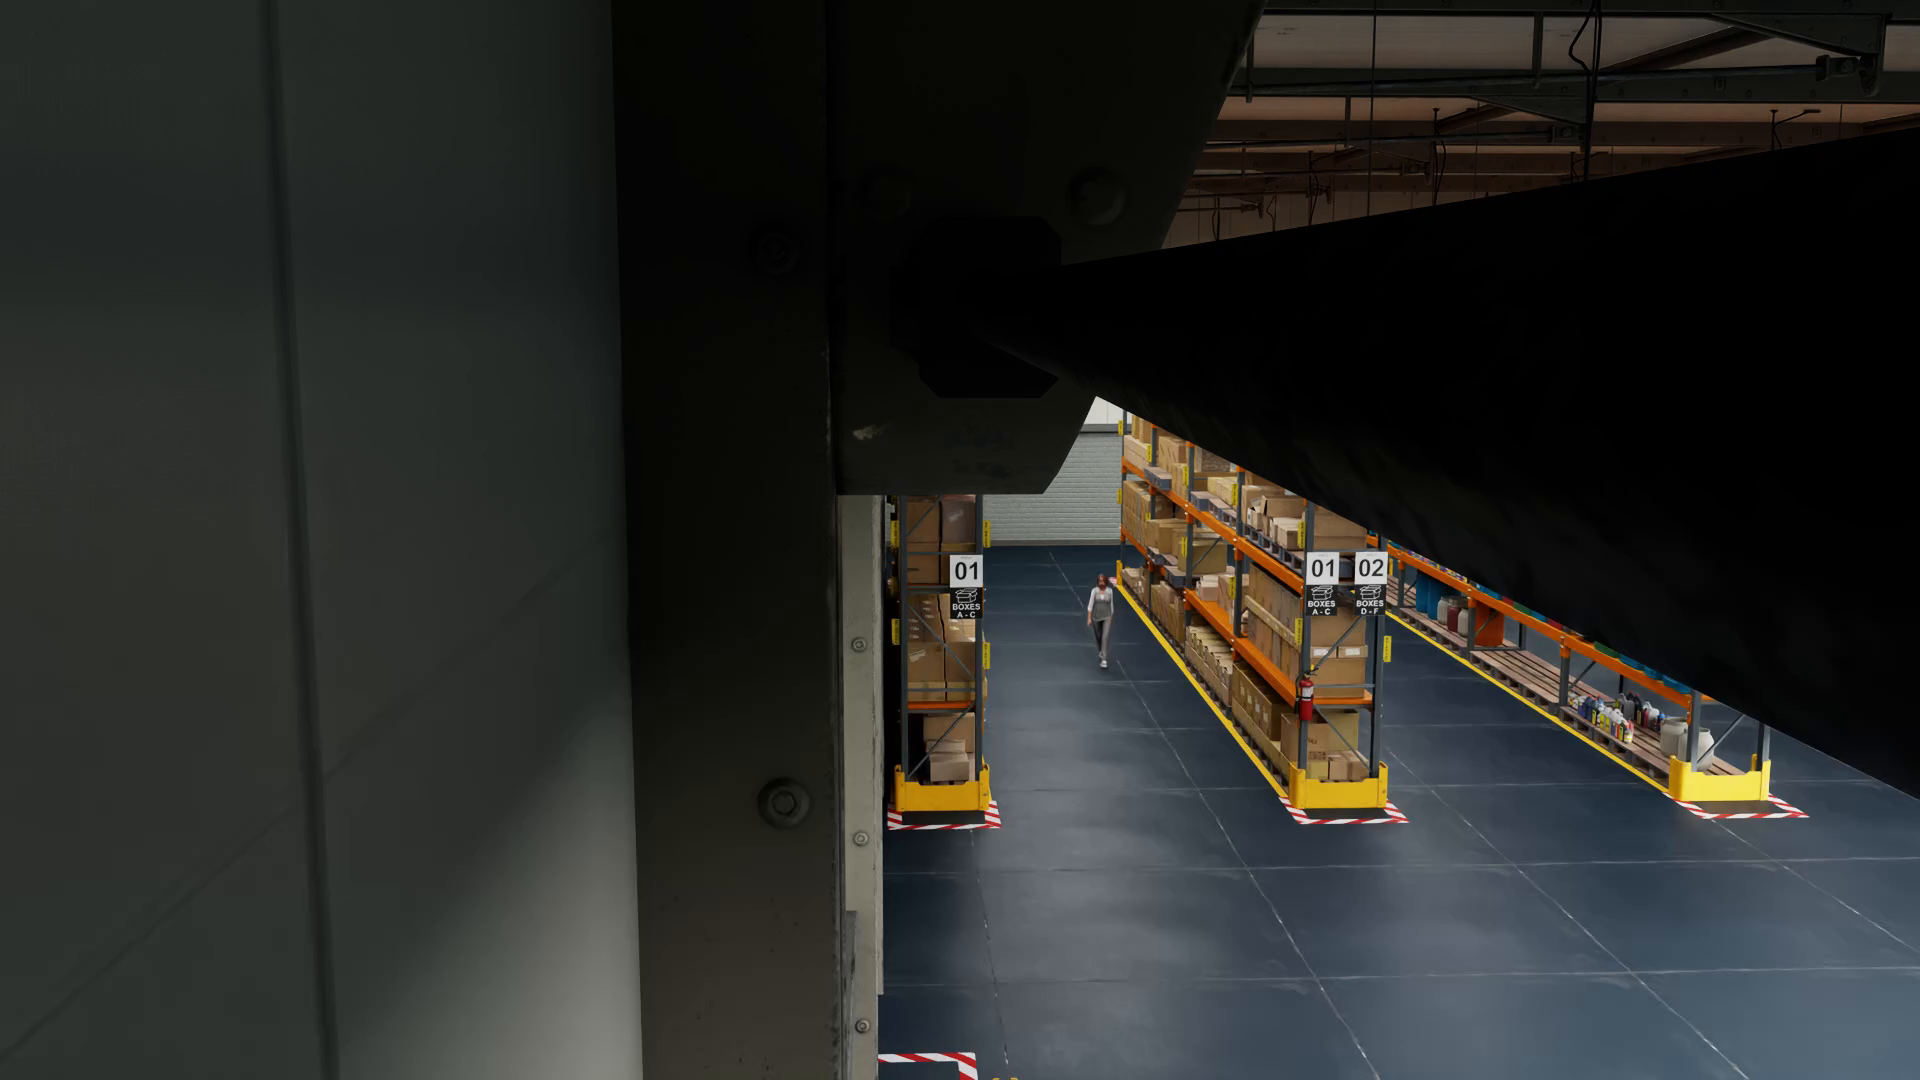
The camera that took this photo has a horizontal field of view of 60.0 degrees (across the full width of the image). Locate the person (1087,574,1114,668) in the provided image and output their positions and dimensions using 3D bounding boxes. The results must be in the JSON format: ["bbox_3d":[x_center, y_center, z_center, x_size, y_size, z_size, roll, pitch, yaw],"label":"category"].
[{"bbox_3d":[2.413,1.351,28.535,0.429,1.540,0.966,1,9,10],"label":"person"}]
